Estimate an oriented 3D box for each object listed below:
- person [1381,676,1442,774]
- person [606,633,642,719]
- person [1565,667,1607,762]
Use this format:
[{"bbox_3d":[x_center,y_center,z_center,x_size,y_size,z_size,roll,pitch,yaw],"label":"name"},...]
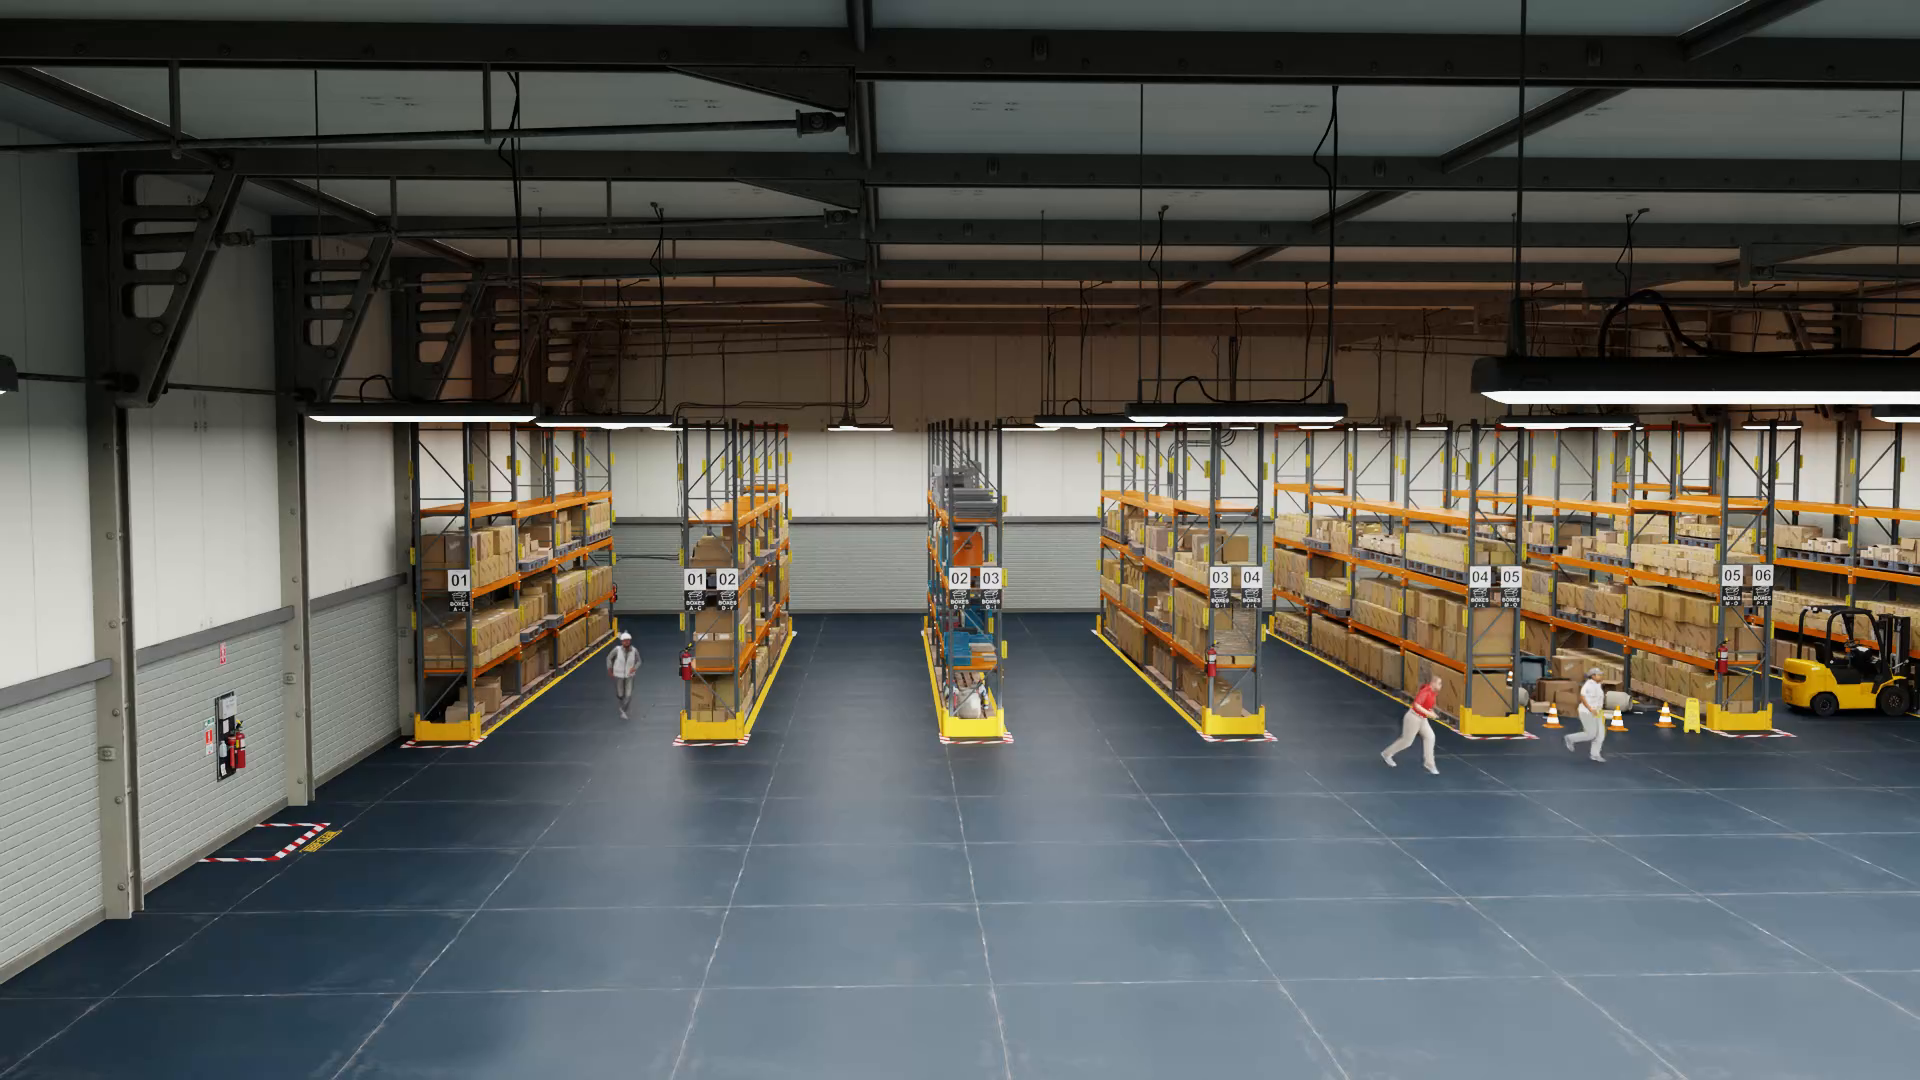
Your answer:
[{"bbox_3d":[7.673,3.167,28.254,1.013,1.605,0.706,2,4,28],"label":"person"},{"bbox_3d":[-6.771,2.733,33.539,0.691,1.734,0.691,-1,4,-14],"label":"person"},{"bbox_3d":[11.041,3.056,29.230,0.728,1.637,0.629,3,5,37],"label":"person"}]
